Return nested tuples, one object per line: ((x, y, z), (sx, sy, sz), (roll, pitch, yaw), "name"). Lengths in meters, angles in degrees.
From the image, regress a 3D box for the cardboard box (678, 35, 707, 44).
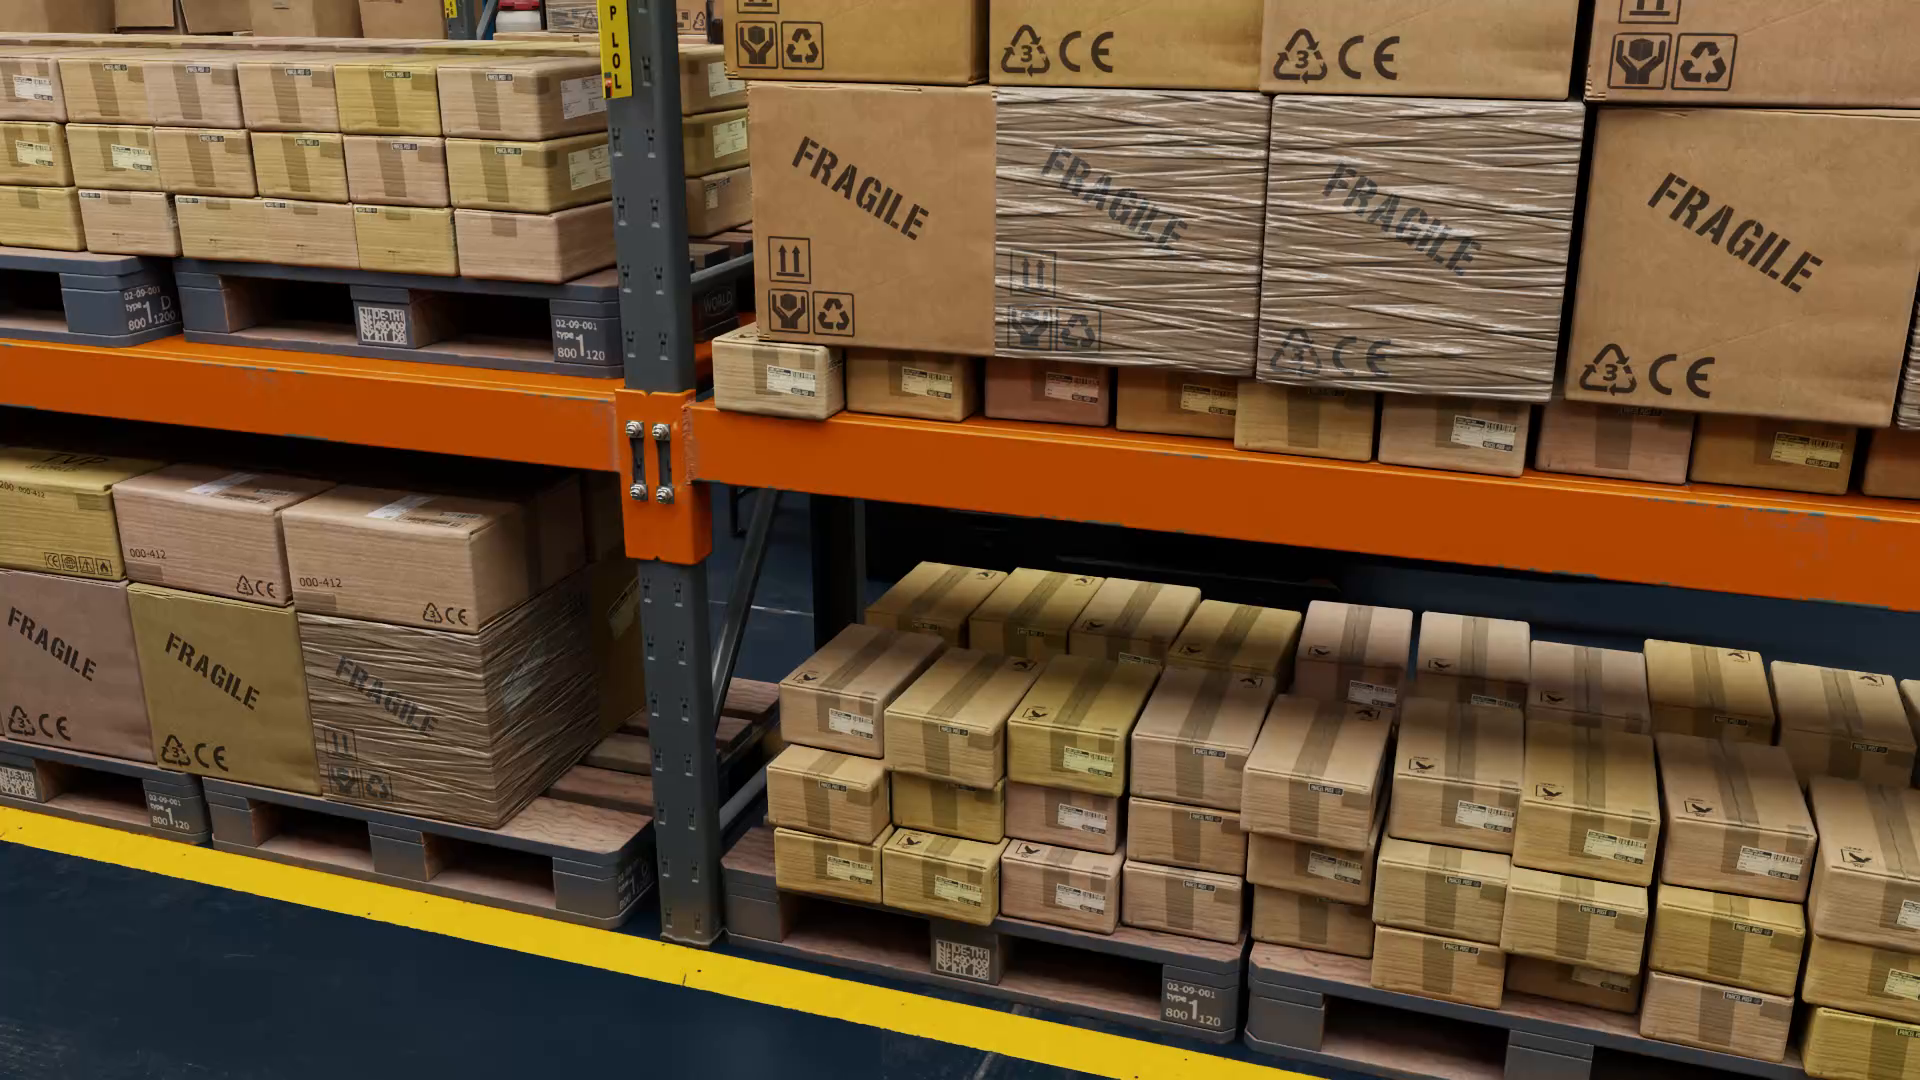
((-1.189, -2.392, 8.730), (0.500, 0.500, 0.500), (6, 20, 17), "cardboard box")

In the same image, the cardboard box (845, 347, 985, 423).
((-0.048, -0.372, 3.468), (0.250, 0.149, 0.380), (7, 20, 20), "cardboard box")

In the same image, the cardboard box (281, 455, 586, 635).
((-1.263, -0.002, 4.045), (0.500, 0.250, 0.500), (6, 20, 17), "cardboard box")

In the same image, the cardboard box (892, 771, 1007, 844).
((0.029, 0.518, 3.776), (0.250, 0.149, 0.380), (7, 20, 18), "cardboard box")

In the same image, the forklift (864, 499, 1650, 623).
((1.101, -1.248, 5.801), (3.031, 2.867, 1.129), (5, 20, 15), "forklift")

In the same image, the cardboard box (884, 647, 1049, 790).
((0.022, 0.389, 3.693), (0.250, 0.149, 0.380), (8, 21, 21), "cardboard box")

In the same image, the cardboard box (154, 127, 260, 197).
((-1.660, -0.914, 3.932), (0.250, 0.149, 0.380), (6, 20, 16), "cardboard box")

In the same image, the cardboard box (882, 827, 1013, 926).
((0.013, 0.688, 3.739), (0.250, 0.149, 0.380), (7, 20, 20), "cardboard box")

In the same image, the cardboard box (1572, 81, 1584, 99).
((1.033, -0.741, 3.540), (0.500, 0.500, 0.500), (6, 20, 18), "cardboard box")

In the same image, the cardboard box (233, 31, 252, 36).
((-4.039, -2.971, 10.133), (0.500, 0.250, 0.500), (6, 20, 17), "cardboard box")

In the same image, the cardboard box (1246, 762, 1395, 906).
((0.778, 0.600, 3.540), (0.250, 0.149, 0.380), (8, 21, 21), "cardboard box")

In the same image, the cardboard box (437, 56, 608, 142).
((-0.920, -0.971, 3.645), (0.250, 0.149, 0.380), (8, 21, 21), "cardboard box")

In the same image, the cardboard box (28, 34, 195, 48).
((-2.421, -1.370, 4.789), (0.250, 0.149, 0.380), (8, 21, 21), "cardboard box")

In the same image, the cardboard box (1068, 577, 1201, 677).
((0.437, 0.236, 4.130), (0.250, 0.149, 0.380), (6, 20, 18), "cardboard box")

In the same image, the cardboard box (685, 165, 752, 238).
((-0.698, -0.893, 4.325), (0.250, 0.149, 0.380), (6, 20, 15), "cardboard box")

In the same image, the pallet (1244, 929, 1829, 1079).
((1.326, 0.882, 3.726), (1.213, 0.211, 1.003), (7, 20, 18), "pallet")

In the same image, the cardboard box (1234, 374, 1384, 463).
((0.693, -0.281, 3.207), (0.250, 0.149, 0.380), (7, 20, 19), "cardboard box")

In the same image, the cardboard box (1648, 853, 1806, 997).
((1.489, 0.702, 3.246), (0.250, 0.149, 0.380), (8, 21, 21), "cardboard box")

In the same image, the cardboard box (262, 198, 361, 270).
((-1.397, -0.744, 3.898), (0.250, 0.149, 0.380), (6, 20, 18), "cardboard box")

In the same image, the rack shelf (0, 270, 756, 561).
((-2.366, -0.504, 4.559), (4.000, 0.370, 1.077), (7, 20, 18), "rack shelf")

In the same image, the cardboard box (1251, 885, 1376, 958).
((0.787, 0.729, 3.622), (0.250, 0.149, 0.380), (6, 20, 16), "cardboard box")

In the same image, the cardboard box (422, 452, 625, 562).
((-1.088, -0.162, 4.504), (0.500, 0.250, 0.500), (6, 20, 16), "cardboard box")

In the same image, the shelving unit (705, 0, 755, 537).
((-0.613, -1.043, 6.379), (0.503, 2.100, 0.431), (5, 20, 15), "shelving unit")

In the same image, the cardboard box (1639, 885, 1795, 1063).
((1.488, 0.842, 3.297), (0.250, 0.149, 0.380), (7, 20, 19), "cardboard box")

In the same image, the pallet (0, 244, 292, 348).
((-2.372, -0.768, 4.515), (1.213, 0.211, 1.003), (7, 20, 18), "pallet")

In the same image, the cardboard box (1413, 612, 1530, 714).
((1.201, 0.315, 3.906), (0.250, 0.149, 0.380), (6, 20, 16), "cardboard box")

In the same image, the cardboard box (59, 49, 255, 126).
((-1.896, -1.084, 3.970), (0.250, 0.149, 0.380), (6, 20, 16), "cardboard box")

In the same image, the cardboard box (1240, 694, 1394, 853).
((0.744, 0.475, 3.446), (0.250, 0.149, 0.380), (7, 20, 19), "cardboard box")

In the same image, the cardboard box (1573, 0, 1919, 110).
((1.315, -0.992, 2.742), (0.500, 0.500, 0.500), (6, 20, 16), "cardboard box")

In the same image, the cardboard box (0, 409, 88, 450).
((-2.741, -0.170, 4.527), (0.500, 0.250, 0.500), (7, 20, 18), "cardboard box")

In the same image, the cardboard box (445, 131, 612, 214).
((-0.917, -0.830, 3.691), (0.250, 0.149, 0.380), (7, 20, 20), "cardboard box")

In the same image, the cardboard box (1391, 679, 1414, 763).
((1.142, 0.478, 3.890), (0.250, 0.149, 0.380), (6, 20, 15), "cardboard box")

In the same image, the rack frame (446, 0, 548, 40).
((-2.532, -2.591, 9.453), (0.127, 3.000, 1.000), (7, 20, 18), "rack frame")

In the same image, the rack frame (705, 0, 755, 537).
((-0.847, -1.066, 6.444), (0.015, 2.100, 0.400), (5, 20, 15), "rack frame")

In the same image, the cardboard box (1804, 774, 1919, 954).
((1.718, 0.600, 3.088), (0.250, 0.149, 0.380), (7, 21, 20), "cardboard box")

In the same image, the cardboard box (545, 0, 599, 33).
((-1.846, -3.028, 9.030), (0.637, 0.503, 0.797), (7, 20, 20), "cardboard box")

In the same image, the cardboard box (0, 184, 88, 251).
((-2.148, -0.829, 4.140), (0.250, 0.149, 0.380), (7, 21, 20), "cardboard box")

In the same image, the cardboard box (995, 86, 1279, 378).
((0.378, -0.633, 3.230), (0.500, 0.500, 0.500), (7, 20, 18), "cardboard box")

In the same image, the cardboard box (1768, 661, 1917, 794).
((1.902, 0.415, 3.616), (0.250, 0.149, 0.380), (7, 21, 20), "cardboard box")

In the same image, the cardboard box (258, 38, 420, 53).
((-1.681, -1.286, 4.548), (0.250, 0.149, 0.380), (6, 20, 18), "cardboard box")

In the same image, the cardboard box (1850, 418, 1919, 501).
((1.713, -0.191, 2.949), (0.250, 0.149, 0.380), (6, 20, 16), "cardboard box")

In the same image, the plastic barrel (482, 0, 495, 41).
((-4.419, -4.664, 14.638), (0.708, 0.901, 0.600), (7, 20, 18), "plastic barrel")

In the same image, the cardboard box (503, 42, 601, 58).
((-0.963, -1.202, 4.308), (0.250, 0.149, 0.380), (7, 20, 20), "cardboard box")
